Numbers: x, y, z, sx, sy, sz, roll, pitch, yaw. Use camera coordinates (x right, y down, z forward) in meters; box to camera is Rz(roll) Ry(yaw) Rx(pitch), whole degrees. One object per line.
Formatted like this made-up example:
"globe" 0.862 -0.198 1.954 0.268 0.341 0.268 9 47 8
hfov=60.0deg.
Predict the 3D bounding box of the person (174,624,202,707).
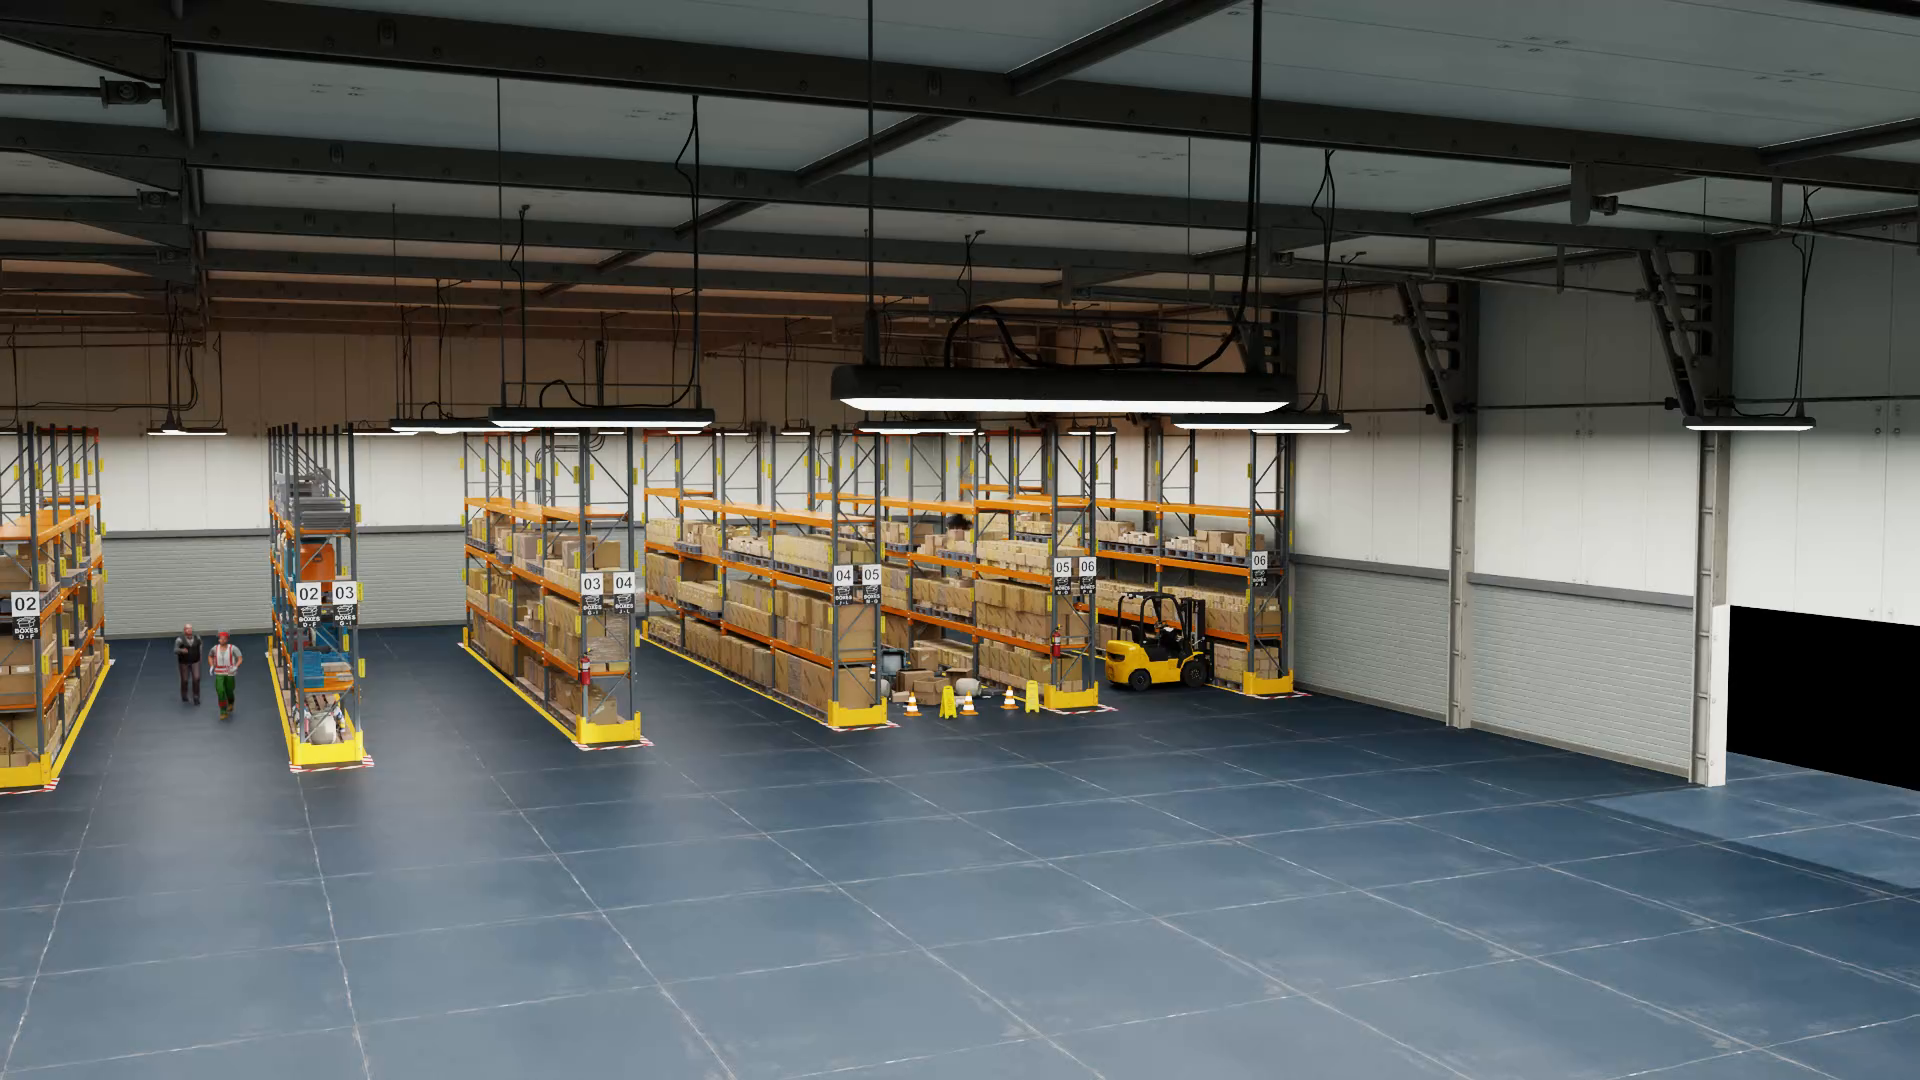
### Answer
"person" -16.565 2.679 35.727 0.605 1.771 0.845 -2 4 -32

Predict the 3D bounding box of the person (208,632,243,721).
"person" -15.065 2.760 34.108 0.668 1.786 0.892 -1 4 -18

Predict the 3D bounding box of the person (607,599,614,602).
"person" -9.991 1.936 47.591 0.662 1.782 0.801 1 4 20
